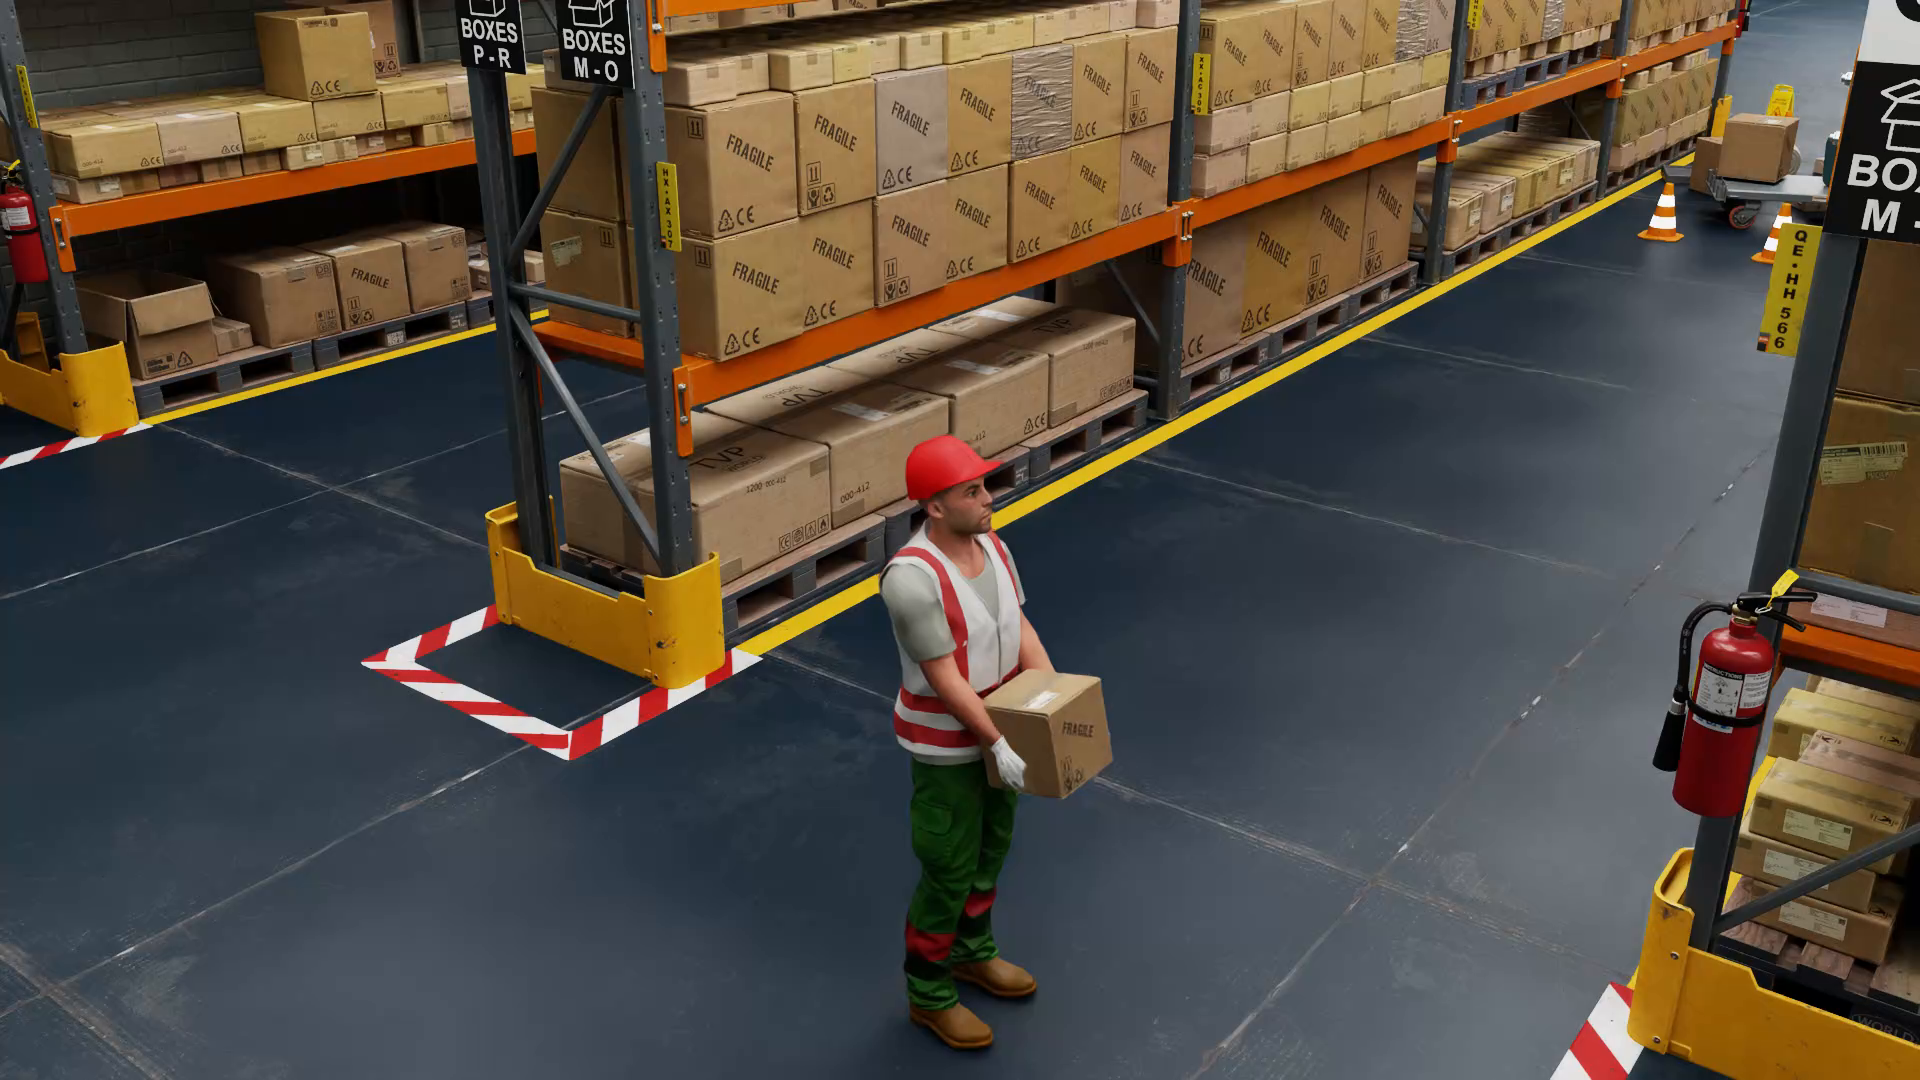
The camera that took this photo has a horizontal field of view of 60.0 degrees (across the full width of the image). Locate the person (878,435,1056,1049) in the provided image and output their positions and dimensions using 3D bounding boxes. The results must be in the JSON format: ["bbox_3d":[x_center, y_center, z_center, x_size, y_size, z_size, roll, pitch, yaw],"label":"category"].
[{"bbox_3d":[0.091,0.584,4.709,0.556,1.792,0.506,14,27,30],"label":"person"}]
